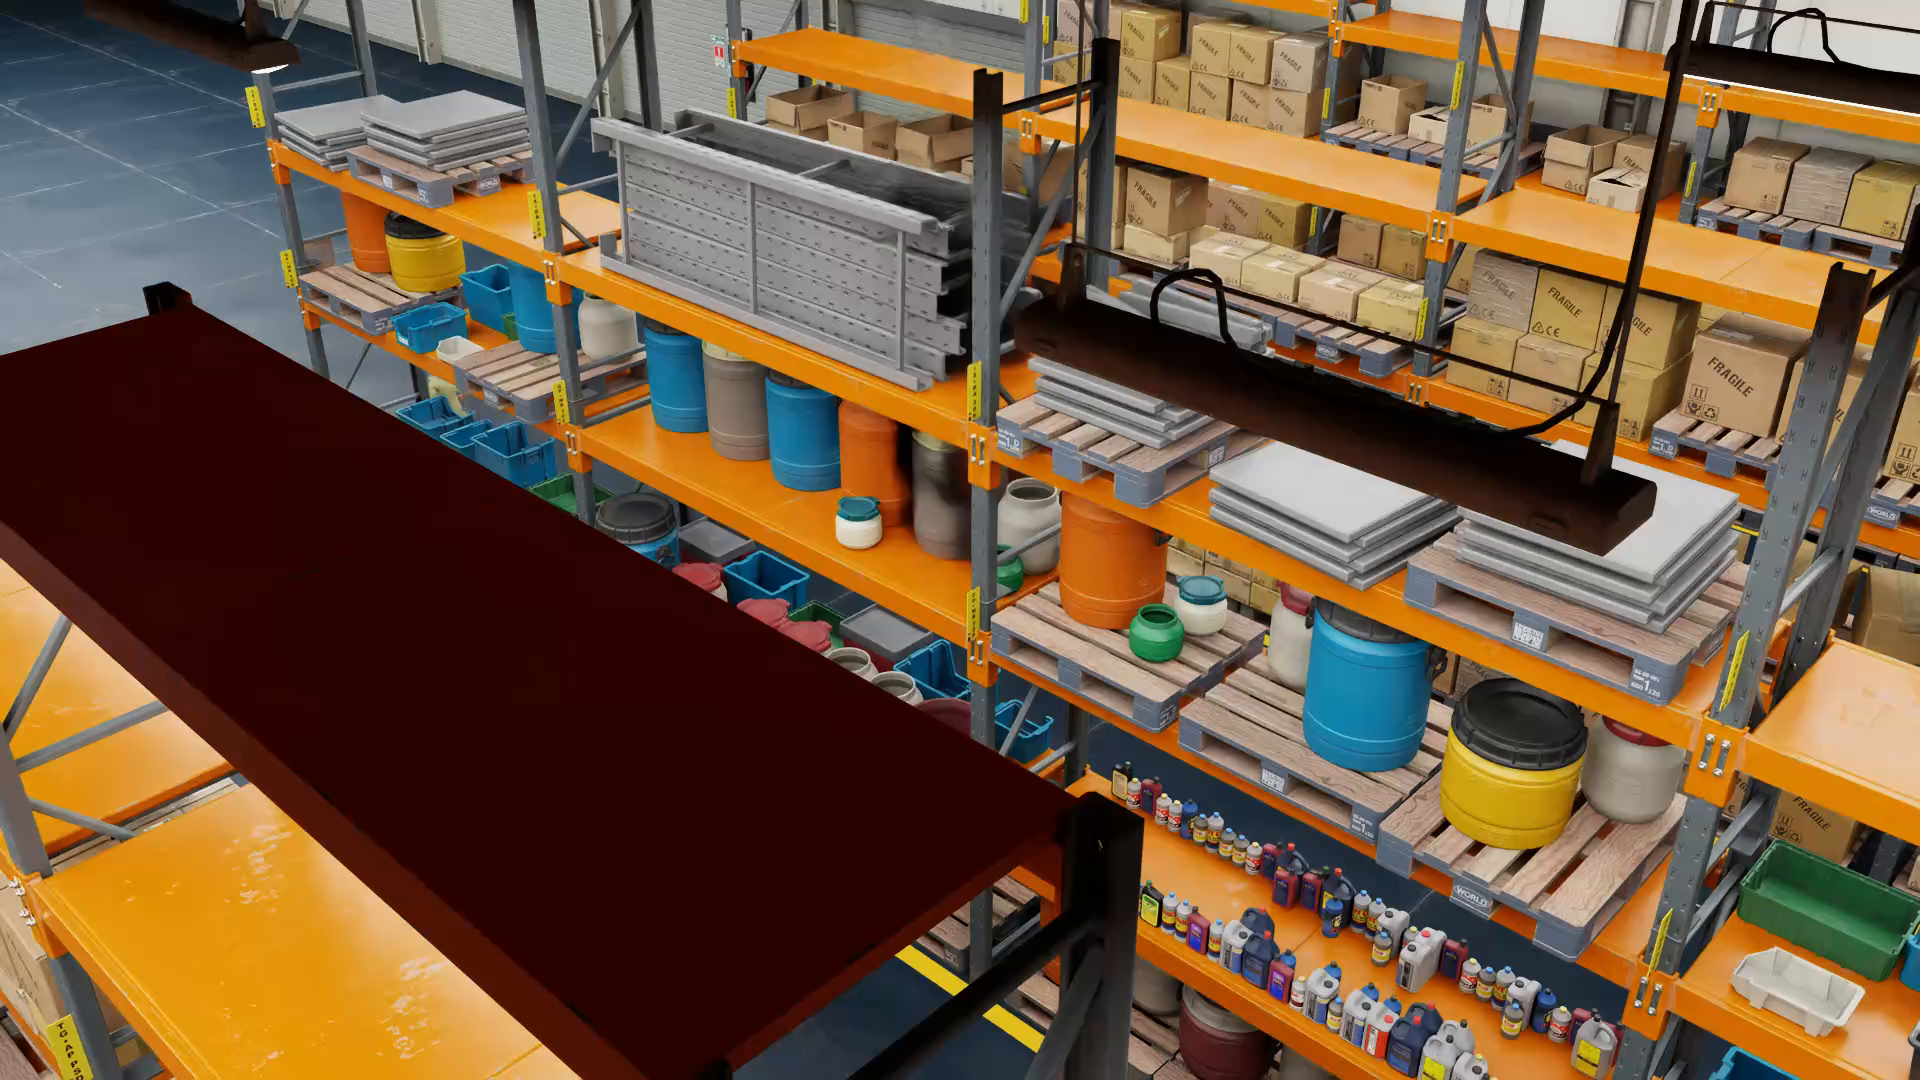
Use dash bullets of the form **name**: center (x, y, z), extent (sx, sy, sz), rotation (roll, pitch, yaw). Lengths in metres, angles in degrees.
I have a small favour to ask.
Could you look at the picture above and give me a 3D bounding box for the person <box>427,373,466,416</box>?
- **person**: center (-5.161, -1.211, 16.727), extent (0.595, 1.642, 0.586), rotation (5, 30, 8)
